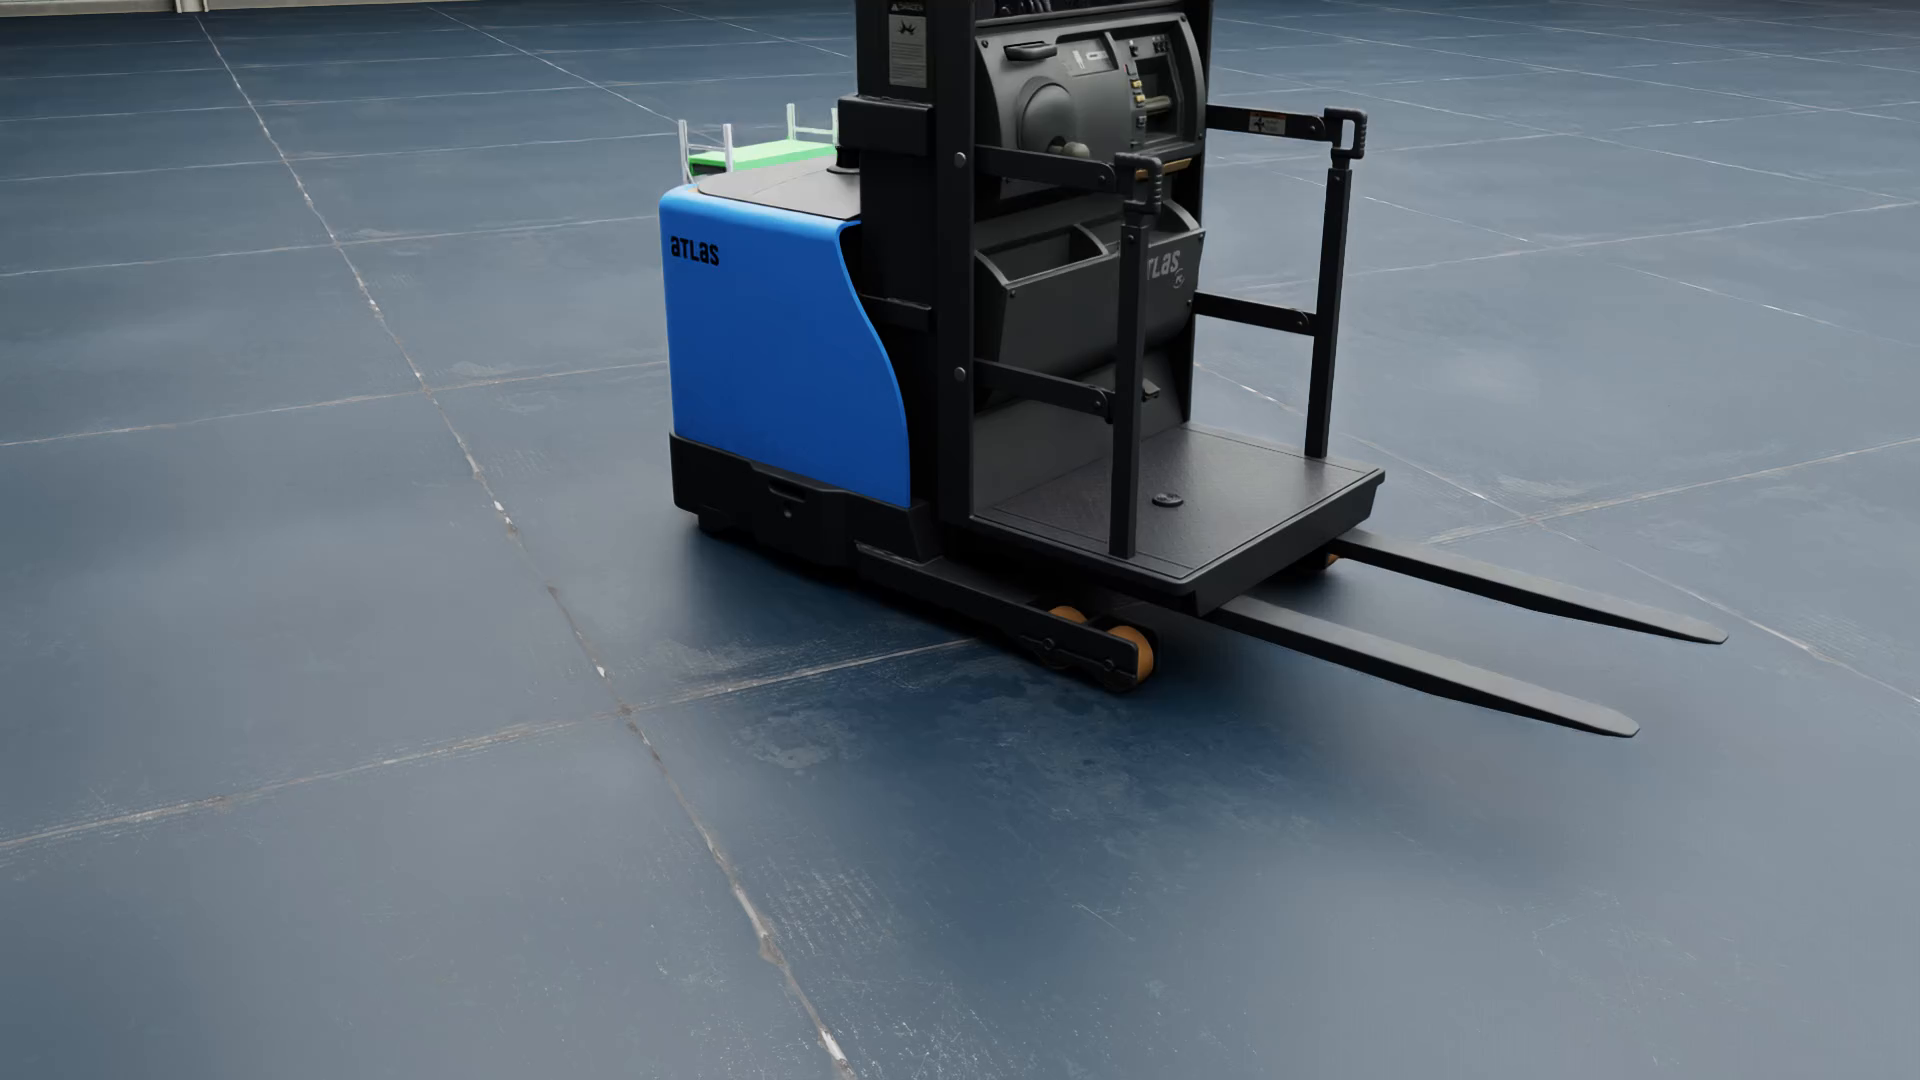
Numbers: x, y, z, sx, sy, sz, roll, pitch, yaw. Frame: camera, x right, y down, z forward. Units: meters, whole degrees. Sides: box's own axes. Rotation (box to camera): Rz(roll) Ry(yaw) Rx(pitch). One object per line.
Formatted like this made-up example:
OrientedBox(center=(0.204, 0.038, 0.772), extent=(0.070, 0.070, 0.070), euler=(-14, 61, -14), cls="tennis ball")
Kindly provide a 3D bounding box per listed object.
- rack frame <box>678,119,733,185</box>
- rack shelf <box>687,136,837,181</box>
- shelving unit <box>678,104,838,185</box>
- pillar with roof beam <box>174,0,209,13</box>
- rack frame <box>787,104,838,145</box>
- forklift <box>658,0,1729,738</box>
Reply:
OrientedBox(center=(-0.810, -0.786, 5.569), extent=(0.240, 1.200, 0.015), euler=(16, 28, 38), cls="rack frame")
OrientedBox(center=(-0.660, -1.244, 5.588), extent=(0.258, 0.148, 0.480), euler=(16, 28, 38), cls="rack shelf")
OrientedBox(center=(-0.651, -0.856, 5.739), extent=(0.258, 1.200, 0.503), euler=(16, 28, 38), cls="shelving unit")
OrientedBox(center=(-8.596, -9.886, 17.366), extent=(0.400, 9.000, 9.100), euler=(-10, 25, -24), cls="pillar with roof beam")
OrientedBox(center=(-0.491, -0.927, 5.910), extent=(0.240, 1.200, 0.015), euler=(16, 28, 38), cls="rack frame")
OrientedBox(center=(0.527, -1.191, 4.294), extent=(3.031, 2.935, 1.130), euler=(18, 28, 37), cls="forklift")
